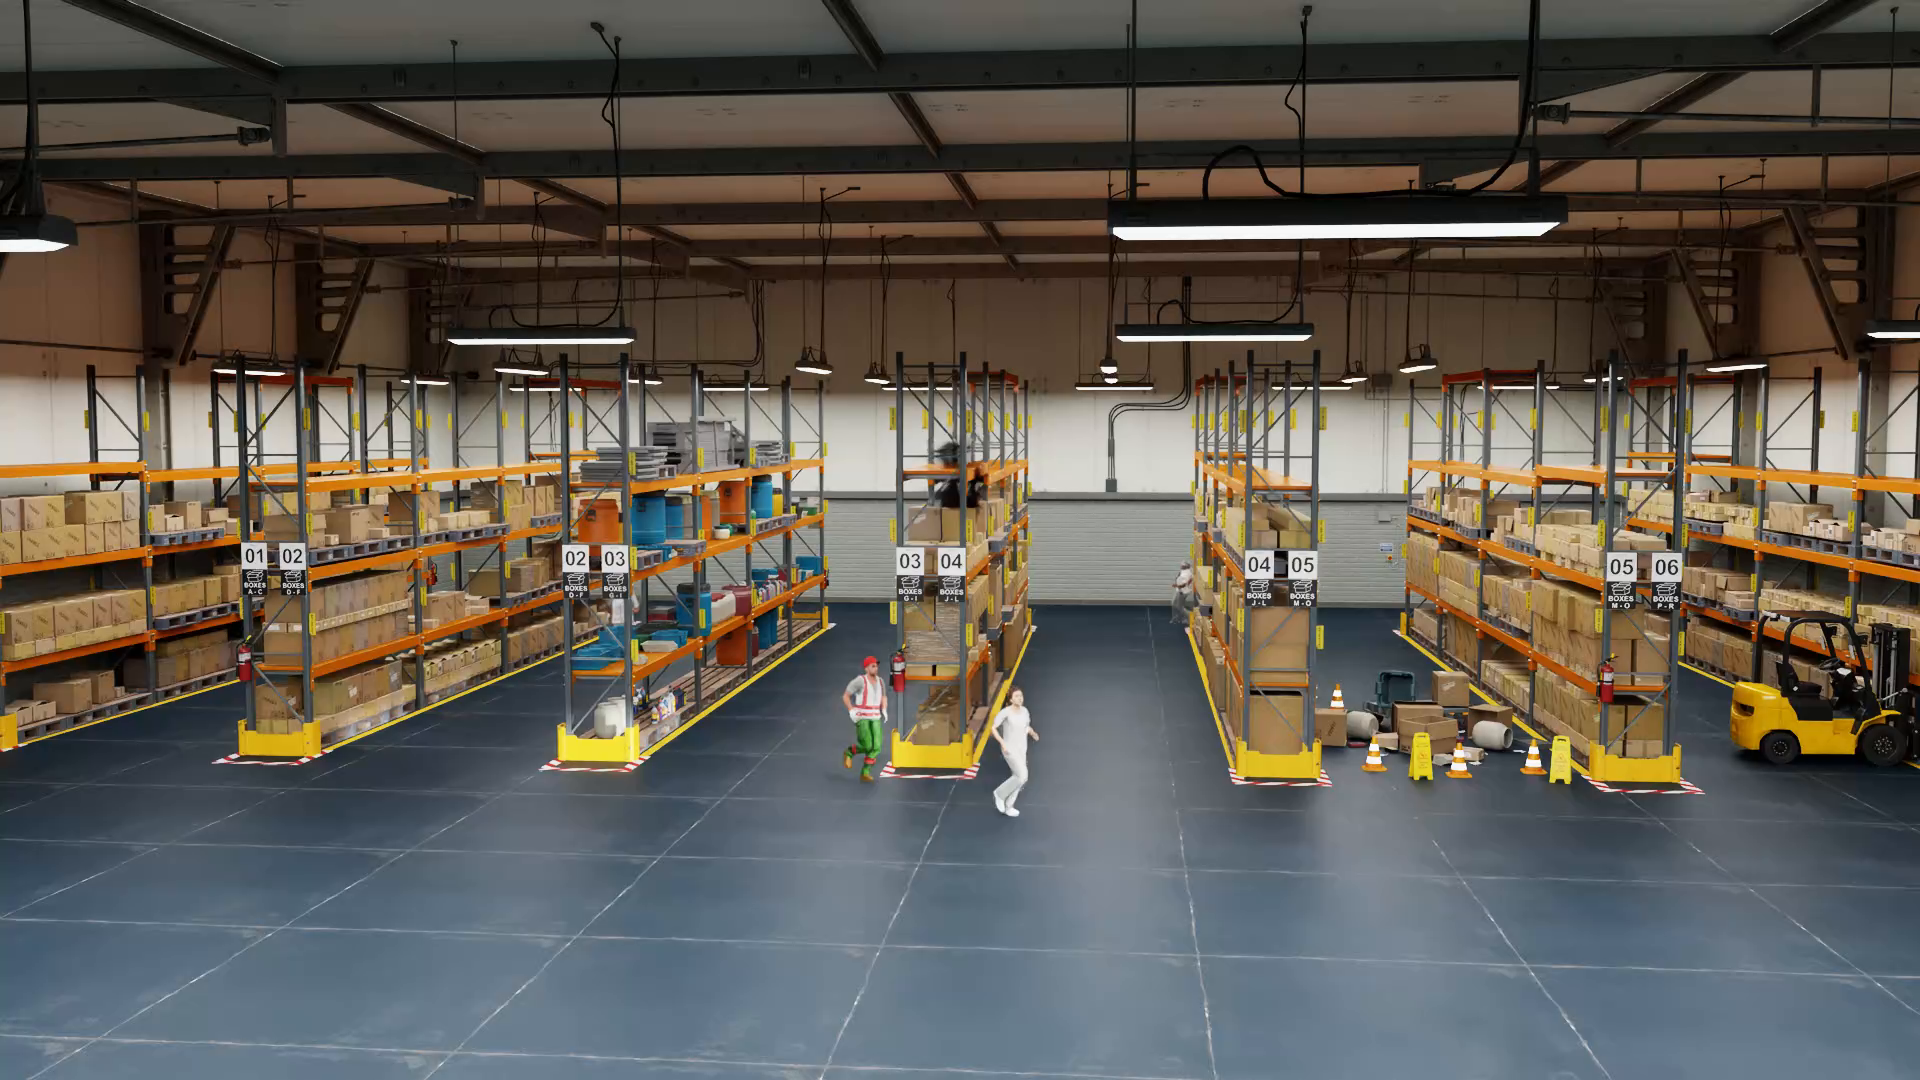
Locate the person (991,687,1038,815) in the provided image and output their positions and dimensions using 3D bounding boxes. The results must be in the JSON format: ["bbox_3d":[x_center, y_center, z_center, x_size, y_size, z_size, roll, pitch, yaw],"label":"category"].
[{"bbox_3d":[0.732,2.684,21.110,0.551,1.637,0.558,-4,6,-43],"label":"person"}]

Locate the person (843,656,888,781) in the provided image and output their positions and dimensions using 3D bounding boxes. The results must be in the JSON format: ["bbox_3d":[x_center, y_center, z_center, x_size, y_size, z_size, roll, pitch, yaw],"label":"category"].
[{"bbox_3d":[-1.317,2.490,23.336,0.712,1.735,0.601,-3,5,-39],"label":"person"}]

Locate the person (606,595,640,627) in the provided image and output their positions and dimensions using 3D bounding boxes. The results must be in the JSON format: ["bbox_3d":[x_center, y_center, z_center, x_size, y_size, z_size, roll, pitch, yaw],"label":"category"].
[{"bbox_3d":[-6.862,1.707,33.834,0.696,1.763,0.956,0,4,-3],"label":"person"}]

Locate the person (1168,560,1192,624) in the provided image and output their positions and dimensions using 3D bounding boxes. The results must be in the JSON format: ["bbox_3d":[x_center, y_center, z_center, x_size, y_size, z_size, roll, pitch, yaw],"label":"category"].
[{"bbox_3d":[5.405,1.297,40.830,0.613,1.678,0.720,1,4,12],"label":"person"}]
